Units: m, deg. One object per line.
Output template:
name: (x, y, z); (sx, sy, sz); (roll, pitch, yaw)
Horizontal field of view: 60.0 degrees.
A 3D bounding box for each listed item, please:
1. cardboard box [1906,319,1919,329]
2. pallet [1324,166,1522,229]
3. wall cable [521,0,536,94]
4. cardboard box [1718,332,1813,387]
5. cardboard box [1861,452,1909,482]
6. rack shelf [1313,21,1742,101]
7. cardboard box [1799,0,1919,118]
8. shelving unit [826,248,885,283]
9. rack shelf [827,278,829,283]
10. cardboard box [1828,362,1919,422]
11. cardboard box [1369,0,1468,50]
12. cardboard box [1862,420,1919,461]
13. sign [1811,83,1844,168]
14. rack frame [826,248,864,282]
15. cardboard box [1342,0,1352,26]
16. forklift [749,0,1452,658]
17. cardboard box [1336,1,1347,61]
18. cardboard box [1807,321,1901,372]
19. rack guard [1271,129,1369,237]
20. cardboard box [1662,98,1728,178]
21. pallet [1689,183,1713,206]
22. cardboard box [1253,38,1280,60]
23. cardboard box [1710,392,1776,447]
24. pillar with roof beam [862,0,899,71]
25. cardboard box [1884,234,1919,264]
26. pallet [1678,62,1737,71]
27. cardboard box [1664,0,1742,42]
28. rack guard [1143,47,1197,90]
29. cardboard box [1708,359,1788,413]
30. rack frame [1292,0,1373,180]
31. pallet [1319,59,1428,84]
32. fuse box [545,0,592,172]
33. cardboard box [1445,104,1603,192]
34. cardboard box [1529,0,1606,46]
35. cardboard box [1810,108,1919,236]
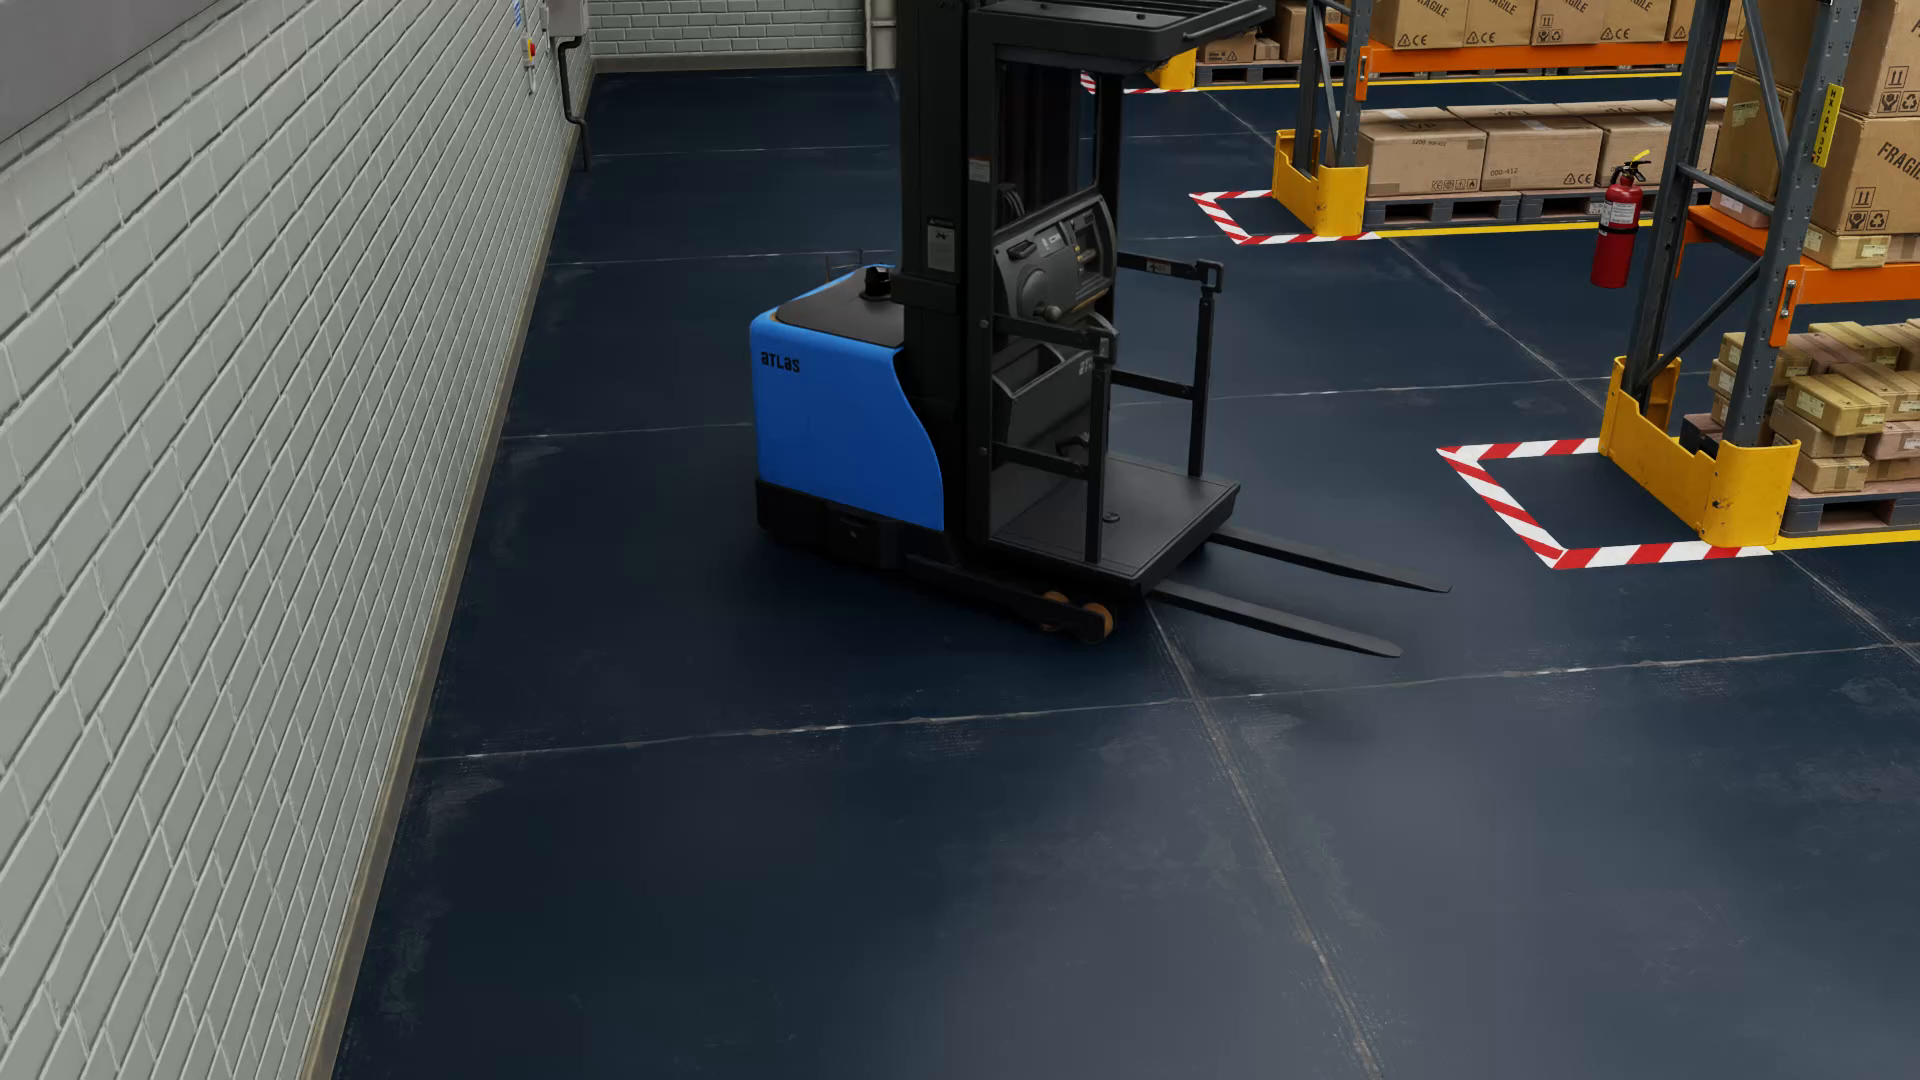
cardboard box: (4.995, -0.989, 8.403); (0.250, 0.149, 0.380); (-3, 27, -5)
pallet: (3.478, -2.640, 12.665); (1.213, 0.211, 1.003); (-4, 27, -7)
wall cable: (-2.883, -3.892, 10.901); (0.123, 1.953, 0.585); (-4, 27, -7)
cardboard box: (3.976, -0.895, 8.219); (0.250, 0.149, 0.380); (-3, 27, -7)
cardboard box: (4.298, -0.424, 7.954); (0.250, 0.149, 0.380); (-4, 27, -7)
rack shelf: (4.678, -3.602, 12.272); (4.000, 0.370, 1.077); (-4, 27, -7)
cardboard box: (3.968, -2.094, 7.014); (0.500, 0.500, 0.500); (-4, 27, -7)
shelving unit: (-0.512, -0.914, 8.381); (0.215, 1.050, 0.252); (-14, 30, -25)
rack shelf: (-0.512, -1.157, 8.256); (0.215, 0.259, 0.240); (-14, 30, -25)
cardboard box: (4.309, -0.698, 7.836); (0.250, 0.149, 0.380); (-3, 27, -6)
cardboard box: (3.212, -3.740, 11.644); (0.500, 0.500, 0.500); (-4, 27, -8)
cardboard box: (4.320, -0.523, 7.821); (0.250, 0.149, 0.380); (-4, 27, -7)
sign: (3.563, -1.703, 6.836); (0.005, 0.325, 0.100); (-4, 27, -7)
rack frame: (-0.571, -0.962, 8.476); (0.200, 1.050, 0.008); (-14, 30, -25)
cardboard box: (3.138, -3.990, 12.130); (0.500, 0.500, 0.500); (-4, 27, -7)
forklift: (0.578, -1.150, 6.781); (3.031, 2.935, 1.130); (16, 31, 28)
cardboard box: (4.010, -5.134, 16.749); (0.500, 0.500, 0.500); (-3, 27, -6)
cardboard box: (4.471, -0.959, 8.344); (0.250, 0.149, 0.380); (-4, 27, -8)
rack guard: (2.673, -2.681, 12.428); (0.348, 0.500, 1.175); (-4, 27, -7)
cardboard box: (6.021, -3.105, 12.862); (0.875, 0.438, 0.875); (-4, 27, -8)
pallet: (5.894, -2.796, 12.967); (1.213, 0.211, 1.003); (-4, 27, -7)
cardboard box: (3.047, -4.962, 16.798); (0.250, 0.149, 0.380); (-5, 28, -9)
cardboard box: (3.979, -0.610, 8.315); (0.250, 0.149, 0.380); (-3, 27, -6)
pillar with roof beam: (-0.194, -6.997, 11.530); (0.400, 9.000, 9.100); (-4, 27, -7)
cardboard box: (4.100, -1.359, 7.388); (0.250, 0.149, 0.380); (-3, 27, -5)
pallet: (7.974, -5.200, 17.653); (1.213, 0.211, 1.003); (-4, 27, -7)
cardboard box: (5.230, -3.875, 11.906); (0.500, 0.500, 0.500); (-4, 27, -8)
rack guard: (2.077, -4.931, 16.813); (0.348, 0.500, 1.175); (-4, 27, -7)
cardboard box: (3.970, -0.777, 8.315); (0.250, 0.149, 0.380); (-4, 27, -8)
rack frame: (2.697, -3.795, 11.860); (0.127, 3.000, 1.000); (-4, 27, -7)
pallet: (4.072, -4.930, 17.127); (1.213, 0.211, 1.003); (-4, 27, -7)
fuse box: (-3.032, -3.811, 13.303); (0.414, 1.711, 0.539); (-4, 27, -7)
cardboard box: (4.242, -2.991, 12.640); (0.875, 0.438, 0.875); (-3, 27, -6)
cardboard box: (4.216, -3.809, 11.778); (0.500, 0.500, 0.500); (-4, 27, -7)
cardboard box: (3.970, -1.644, 7.233); (0.500, 0.500, 0.500); (-2, 27, -5)
